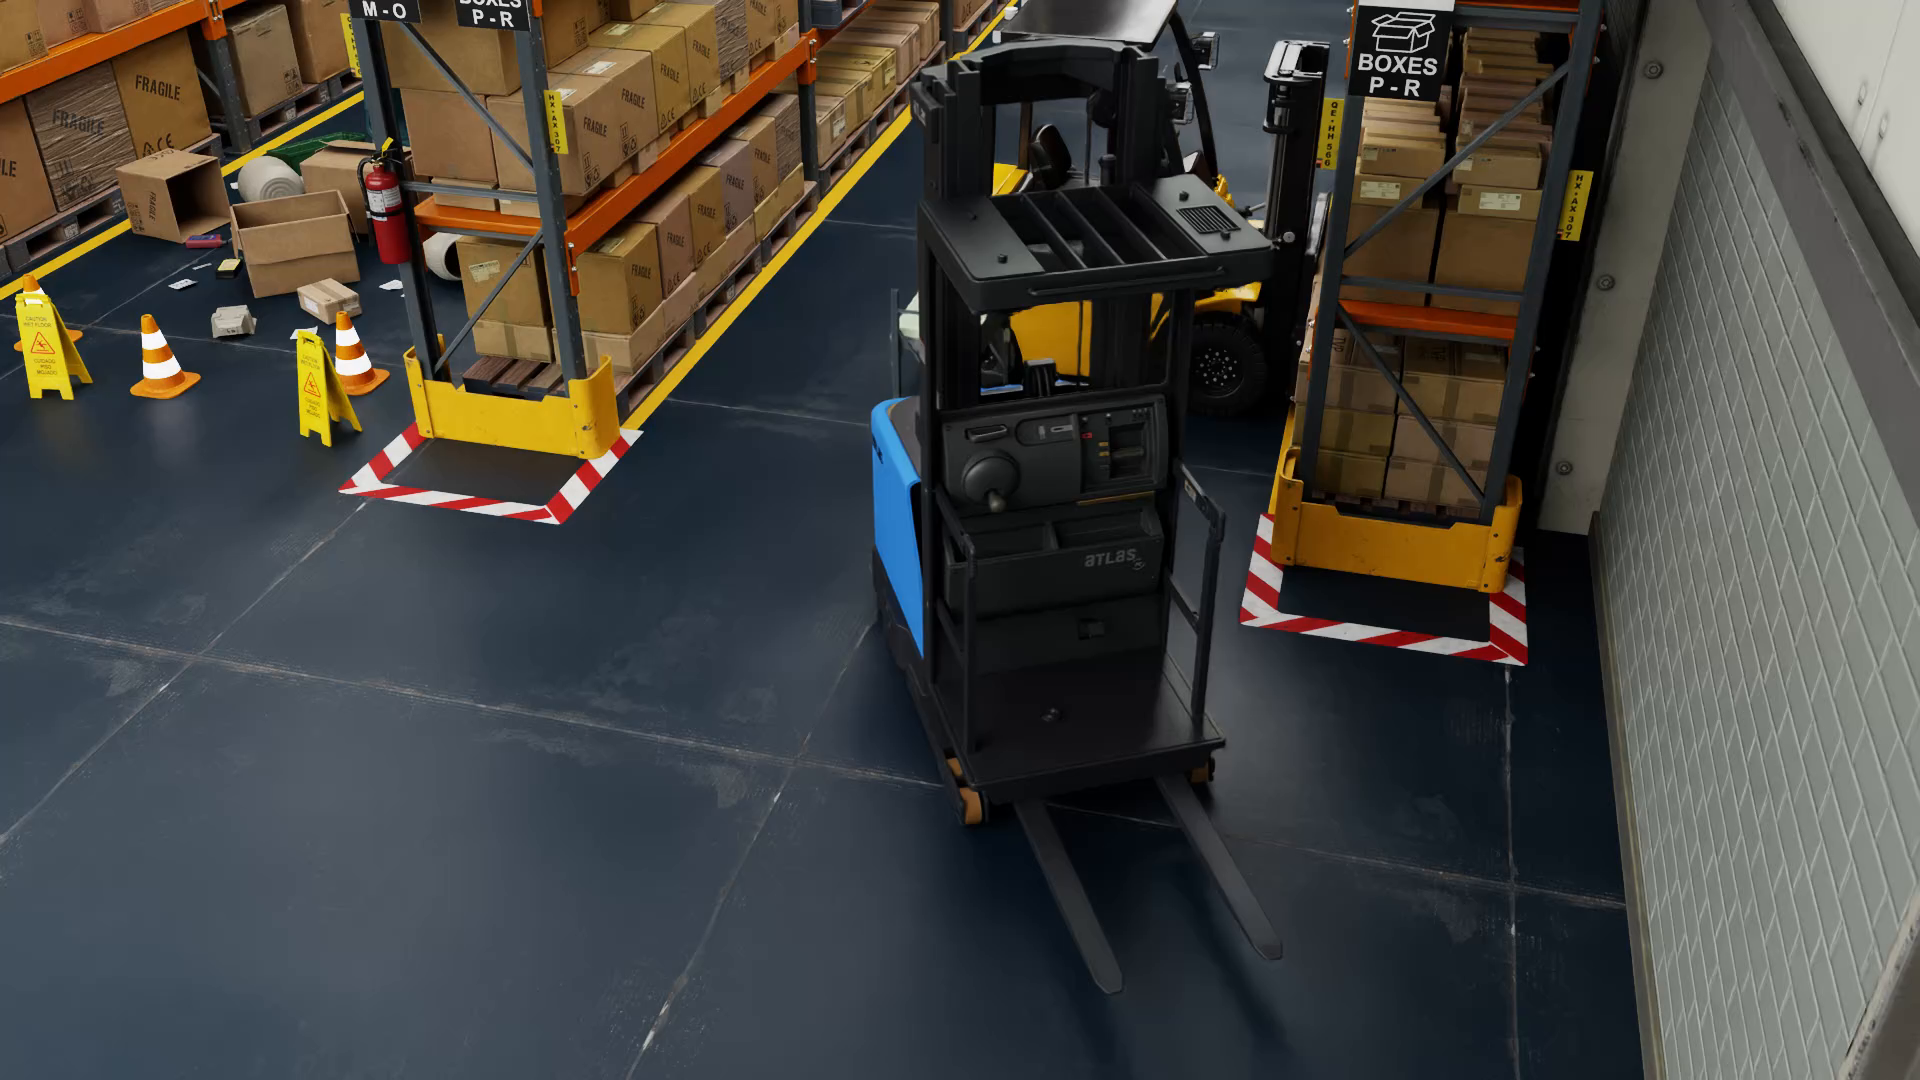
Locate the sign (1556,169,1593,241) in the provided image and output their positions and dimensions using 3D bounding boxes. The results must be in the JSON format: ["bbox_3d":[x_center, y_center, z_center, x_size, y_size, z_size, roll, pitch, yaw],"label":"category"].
[{"bbox_3d":[2.742,-1.493,7.421,0.100,0.325,0.005,8,33,12],"label":"sign"}]

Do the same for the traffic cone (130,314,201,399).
[{"bbox_3d":[-4.894,-1.149,10.126,0.336,0.463,0.334,8,33,12],"label":"traffic cone"}]

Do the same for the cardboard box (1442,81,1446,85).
[{"bbox_3d":[2.476,-2.493,9.177,0.380,0.149,0.250,8,33,12],"label":"cardboard box"}]

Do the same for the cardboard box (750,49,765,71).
[{"bbox_3d":[-1.565,-3.353,11.462,0.380,0.149,0.250,8,33,13],"label":"cardboard box"}]

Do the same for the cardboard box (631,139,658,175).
[{"bbox_3d":[-2.004,-2.273,9.764,0.380,0.149,0.250,9,33,13],"label":"cardboard box"}]

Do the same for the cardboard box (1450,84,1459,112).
[{"bbox_3d":[2.972,-2.230,9.368,0.500,0.500,0.500,9,33,13],"label":"cardboard box"}]

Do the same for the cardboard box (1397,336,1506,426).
[{"bbox_3d":[2.512,-0.835,8.507,0.500,0.250,0.500,8,33,12],"label":"cardboard box"}]

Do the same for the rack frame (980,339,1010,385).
[{"bbox_3d":[0.063,-0.893,8.756,0.400,1.500,0.023,8,33,13],"label":"rack frame"}]

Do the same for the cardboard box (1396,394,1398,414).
[{"bbox_3d":[2.643,-0.878,9.041,0.500,0.250,0.500,8,33,12],"label":"cardboard box"}]

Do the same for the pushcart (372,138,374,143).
[{"bbox_3d":[-3.798,-3.100,13.275,1.648,0.377,0.936,-3,33,-4],"label":"pushcart"}]

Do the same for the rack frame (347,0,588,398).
[{"bbox_3d":[-2.595,-1.846,8.858,1.000,3.000,0.127,8,33,12],"label":"rack frame"}]

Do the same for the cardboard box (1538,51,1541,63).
[{"bbox_3d":[3.255,-2.952,9.900,0.380,0.149,0.250,8,33,13],"label":"cardboard box"}]

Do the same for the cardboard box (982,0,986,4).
[{"bbox_3d":[-0.079,-6.088,17.119,0.875,0.875,0.875,8,33,13],"label":"cardboard box"}]

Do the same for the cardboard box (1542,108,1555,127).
[{"bbox_3d":[2.874,-2.147,8.633,0.380,0.149,0.250,8,33,13],"label":"cardboard box"}]

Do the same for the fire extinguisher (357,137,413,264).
[{"bbox_3d":[-3.070,-1.817,8.884,0.296,0.674,0.183,8,33,12],"label":"fire extinguisher"}]

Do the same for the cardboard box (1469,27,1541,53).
[{"bbox_3d":[3.077,-2.823,9.419,0.380,0.149,0.250,8,33,12],"label":"cardboard box"}]

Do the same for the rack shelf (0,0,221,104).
[{"bbox_3d":[-6.902,-3.202,11.662,1.077,0.370,4.000,8,33,12],"label":"rack shelf"}]

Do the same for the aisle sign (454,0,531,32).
[{"bbox_3d":[-2.311,-2.869,8.044,0.394,0.787,0.004,8,33,12],"label":"aisle sign"}]

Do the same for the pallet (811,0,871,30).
[{"bbox_3d":[-1.246,-4.218,12.768,1.003,0.211,1.213,8,33,12],"label":"pallet"}]

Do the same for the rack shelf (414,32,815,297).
[{"bbox_3d":[-2.088,-2.581,10.684,1.077,0.370,4.000,8,33,12],"label":"rack shelf"}]

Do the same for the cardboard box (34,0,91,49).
[{"bbox_3d":[-6.845,-3.861,11.888,0.875,0.550,0.550,8,33,12],"label":"cardboard box"}]

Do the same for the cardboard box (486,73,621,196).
[{"bbox_3d":[-2.207,-2.222,9.079,0.500,0.500,0.500,8,33,12],"label":"cardboard box"}]

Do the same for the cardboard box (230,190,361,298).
[{"bbox_3d":[-4.599,-2.049,11.504,0.797,0.503,0.637,-14,35,-21],"label":"cardboard box"}]

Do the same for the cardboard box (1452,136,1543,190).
[{"bbox_3d":[2.499,-1.759,7.746,0.380,0.149,0.250,7,33,11],"label":"cardboard box"}]

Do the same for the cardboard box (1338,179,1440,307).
[{"bbox_3d":[2.078,-1.506,8.230,0.500,0.500,0.500,7,33,11],"label":"cardboard box"}]

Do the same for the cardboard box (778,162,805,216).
[{"bbox_3d":[-1.470,-2.596,12.208,0.500,0.250,0.500,10,34,15],"label":"cardboard box"}]

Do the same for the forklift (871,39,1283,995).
[{"bbox_3d":[0.445,-0.287,6.470,1.130,2.935,3.031,-8,33,-13],"label":"forklift"}]

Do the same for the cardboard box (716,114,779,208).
[{"bbox_3d":[-1.598,-2.648,11.591,0.500,0.500,0.500,9,33,13],"label":"cardboard box"}]

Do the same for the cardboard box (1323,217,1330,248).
[{"bbox_3d":[2.400,-1.684,9.842,0.500,0.250,0.500,7,33,11],"label":"cardboard box"}]

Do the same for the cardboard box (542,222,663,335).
[{"bbox_3d":[-2.118,-1.573,9.901,0.500,0.500,0.500,7,33,11],"label":"cardboard box"}]

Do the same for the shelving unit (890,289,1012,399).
[{"bbox_3d":[-0.034,-0.703,8.458,0.431,1.500,0.755,8,33,13],"label":"shelving unit"}]

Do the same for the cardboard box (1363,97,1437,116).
[{"bbox_3d":[2.166,-2.100,8.283,0.380,0.149,0.250,9,33,13],"label":"cardboard box"}]

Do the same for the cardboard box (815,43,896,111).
[{"bbox_3d":[-1.096,-3.997,14.300,0.950,0.372,0.625,9,34,14],"label":"cardboard box"}]

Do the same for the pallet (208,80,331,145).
[{"bbox_3d":[-6.271,-3.777,14.495,1.003,0.211,1.213,8,33,12],"label":"pallet"}]

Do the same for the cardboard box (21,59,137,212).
[{"bbox_3d":[-6.846,-3.039,12.324,0.875,0.875,0.875,8,33,13],"label":"cardboard box"}]

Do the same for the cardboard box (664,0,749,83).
[{"bbox_3d":[-1.704,-3.287,10.755,0.500,0.500,0.500,9,34,14],"label":"cardboard box"}]

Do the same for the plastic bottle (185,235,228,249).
[{"bbox_3d":[-5.474,-2.175,12.115,0.283,0.061,0.133,-3,33,-4],"label":"plastic bottle"}]

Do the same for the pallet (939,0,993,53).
[{"bbox_3d":[-0.292,-5.220,16.764,1.003,0.211,1.213,8,33,12],"label":"pallet"}]

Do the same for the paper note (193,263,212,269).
[{"bbox_3d":[-5.375,-1.941,11.794,0.032,0.001,0.123,28,42,36],"label":"paper note"}]

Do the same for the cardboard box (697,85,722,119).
[{"bbox_3d":[-1.746,-2.813,10.613,0.380,0.149,0.250,8,33,13],"label":"cardboard box"}]

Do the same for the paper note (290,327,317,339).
[{"bbox_3d":[-4.281,-1.355,10.853,0.148,0.019,0.142,-3,33,-4],"label":"paper note"}]

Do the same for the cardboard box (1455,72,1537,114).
[{"bbox_3d":[2.771,-2.296,8.590,0.380,0.149,0.250,9,34,14],"label":"cardboard box"}]

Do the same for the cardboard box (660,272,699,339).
[{"bbox_3d":[-1.986,-1.508,10.498,0.500,0.250,0.500,9,34,14],"label":"cardboard box"}]

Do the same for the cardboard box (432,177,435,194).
[{"bbox_3d":[-3.863,-2.638,12.652,0.258,0.266,0.396,-14,35,-21],"label":"cardboard box"}]

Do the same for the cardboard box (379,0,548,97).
[{"bbox_3d":[-2.677,-2.731,8.947,0.700,0.500,0.500,7,33,11],"label":"cardboard box"}]
